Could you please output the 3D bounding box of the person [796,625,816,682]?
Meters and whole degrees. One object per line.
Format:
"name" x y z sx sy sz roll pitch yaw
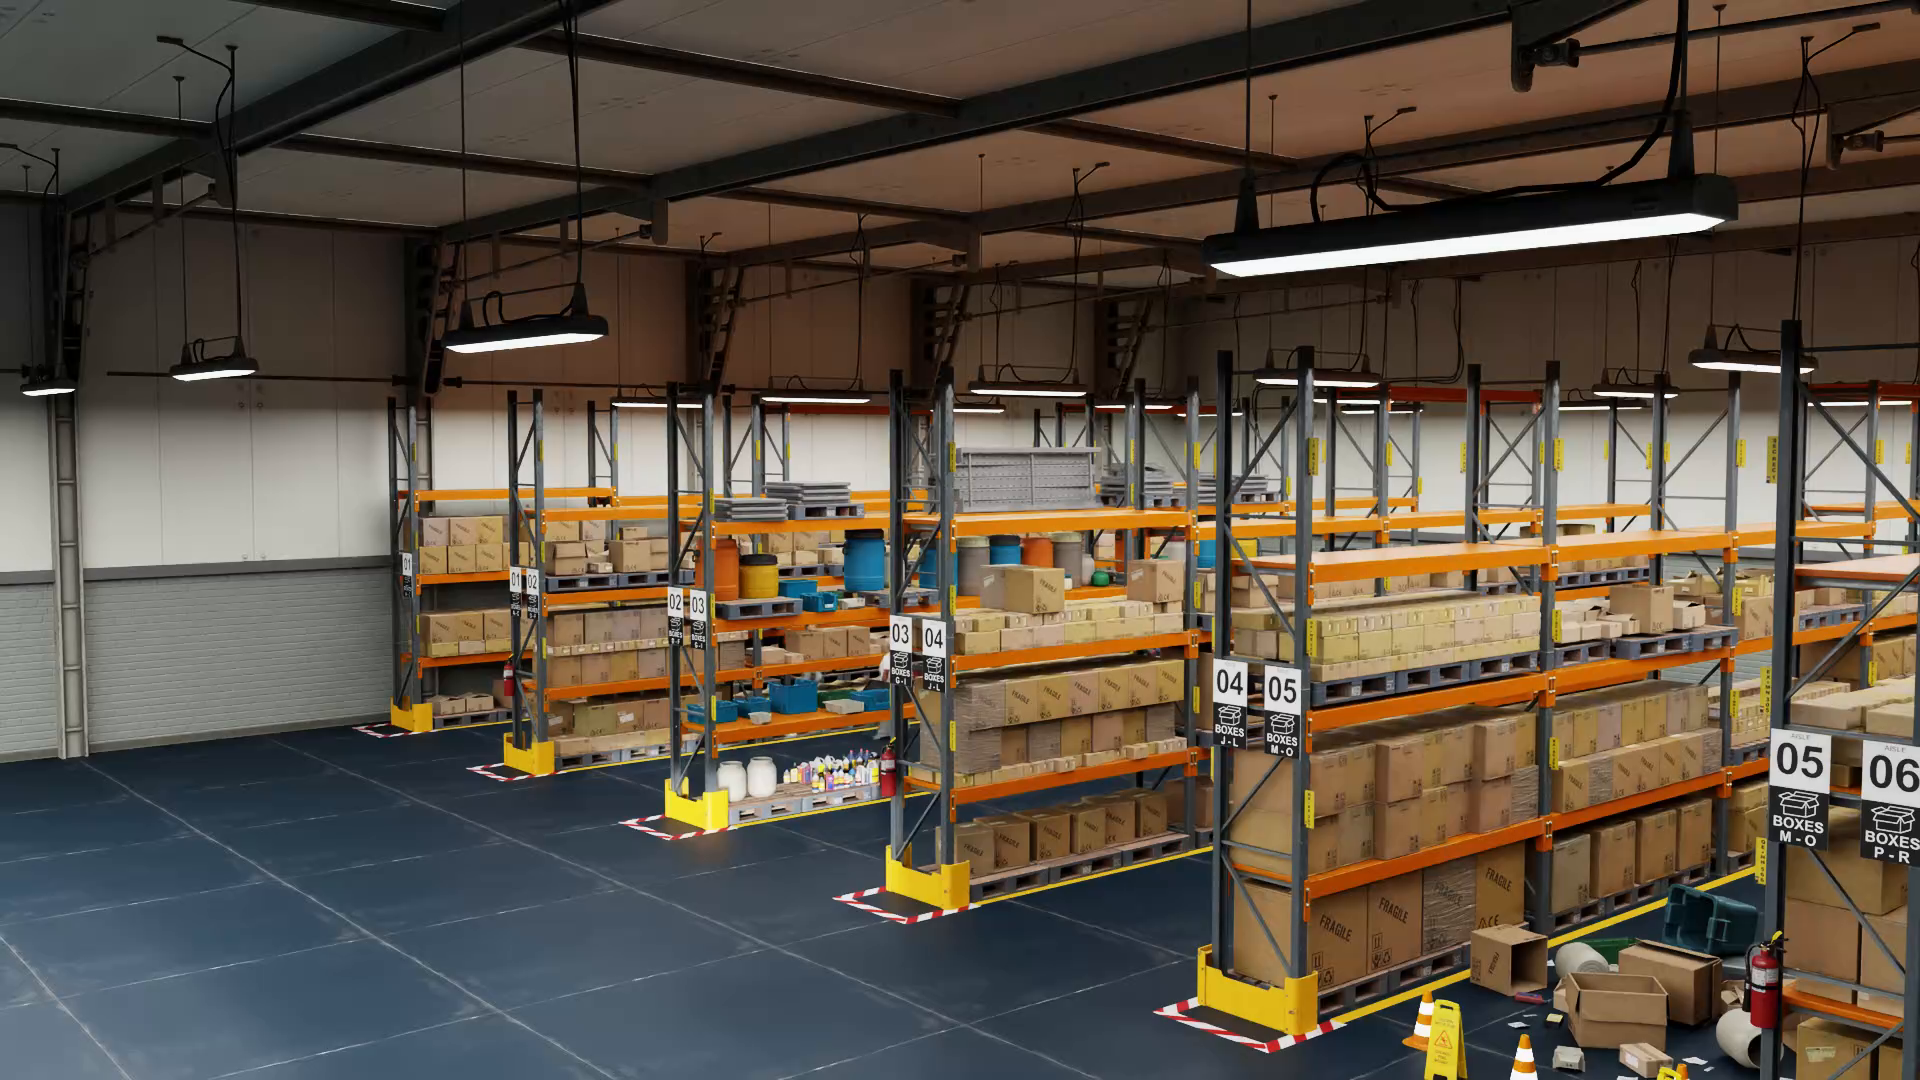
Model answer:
"person" -3.064 2.456 32.867 0.561 1.646 0.652 -1 3 -11

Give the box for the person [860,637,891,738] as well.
"person" -1.366 2.578 29.144 0.604 1.765 0.654 1 4 20
